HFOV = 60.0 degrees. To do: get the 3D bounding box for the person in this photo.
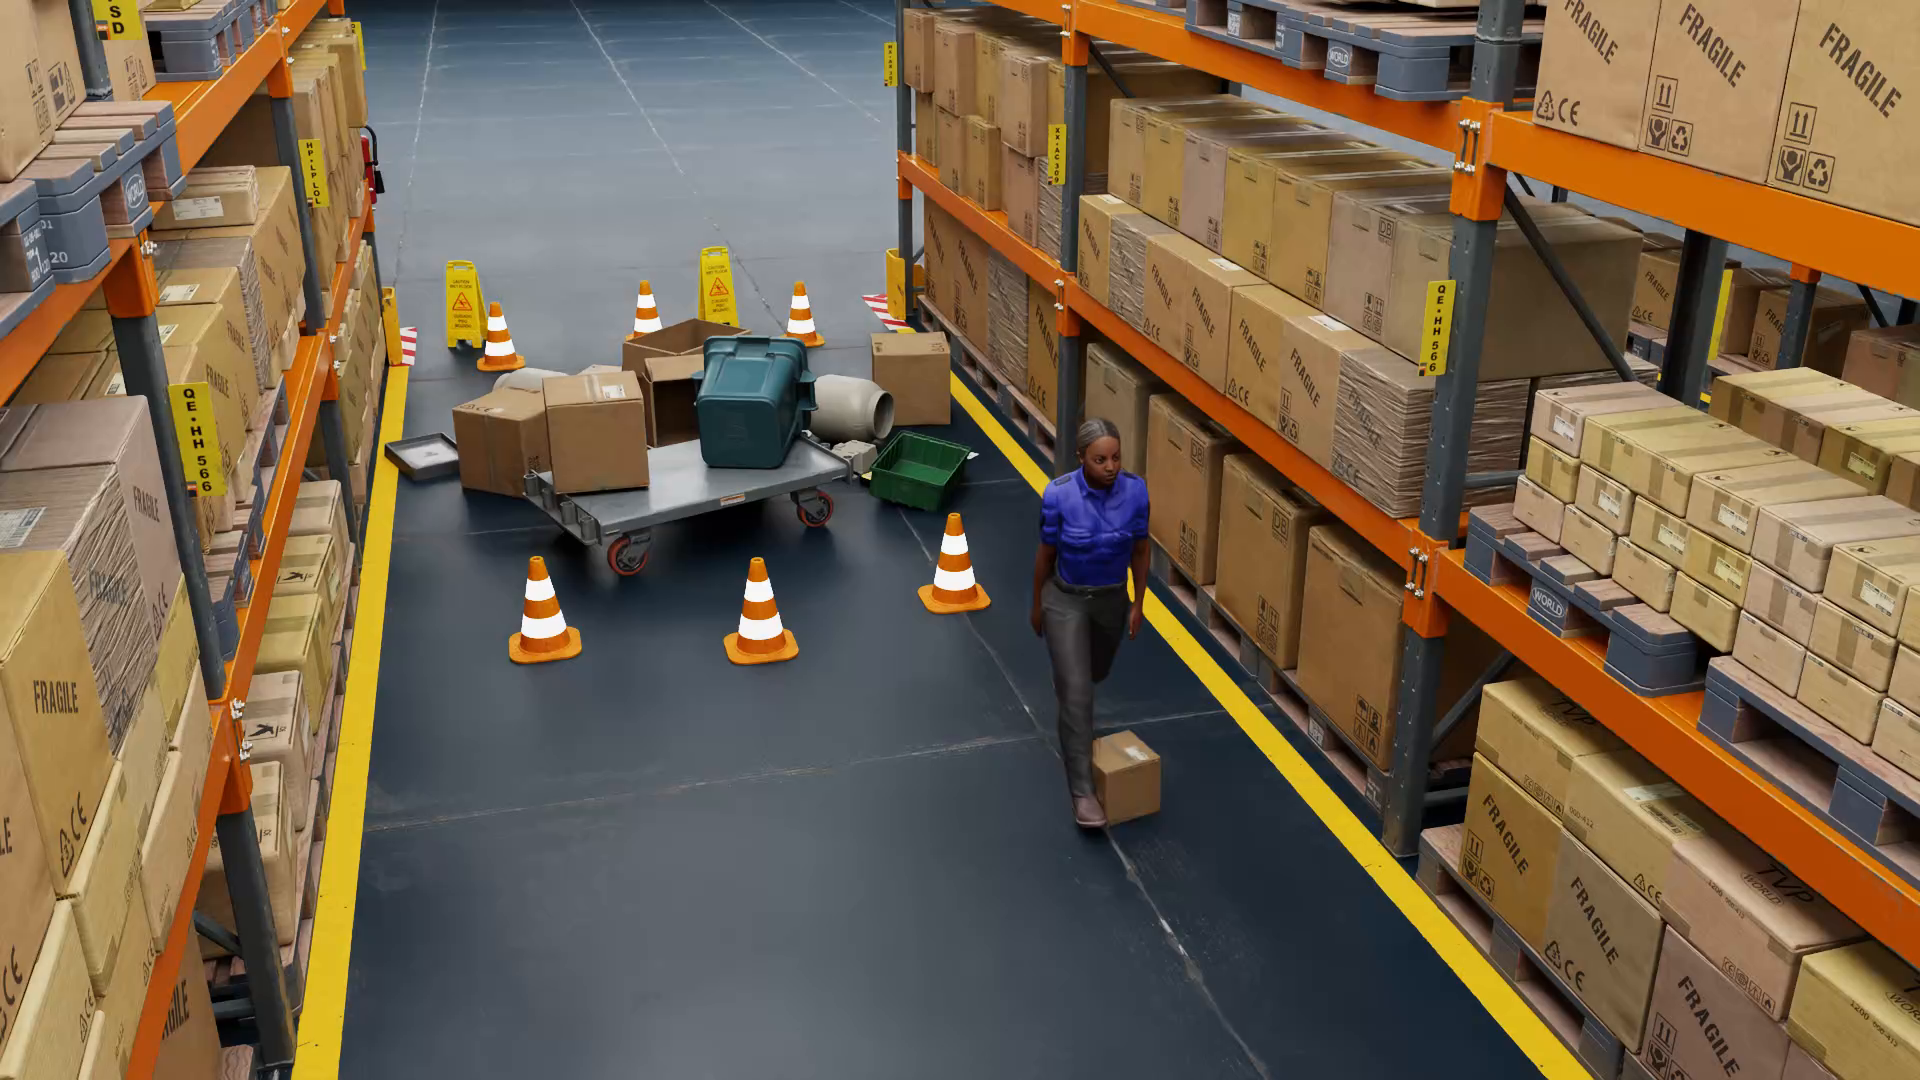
[{"bbox_3d":[0.513,0.226,6.617,0.448,1.599,1.056,-6,24,-14],"label":"person"}]
